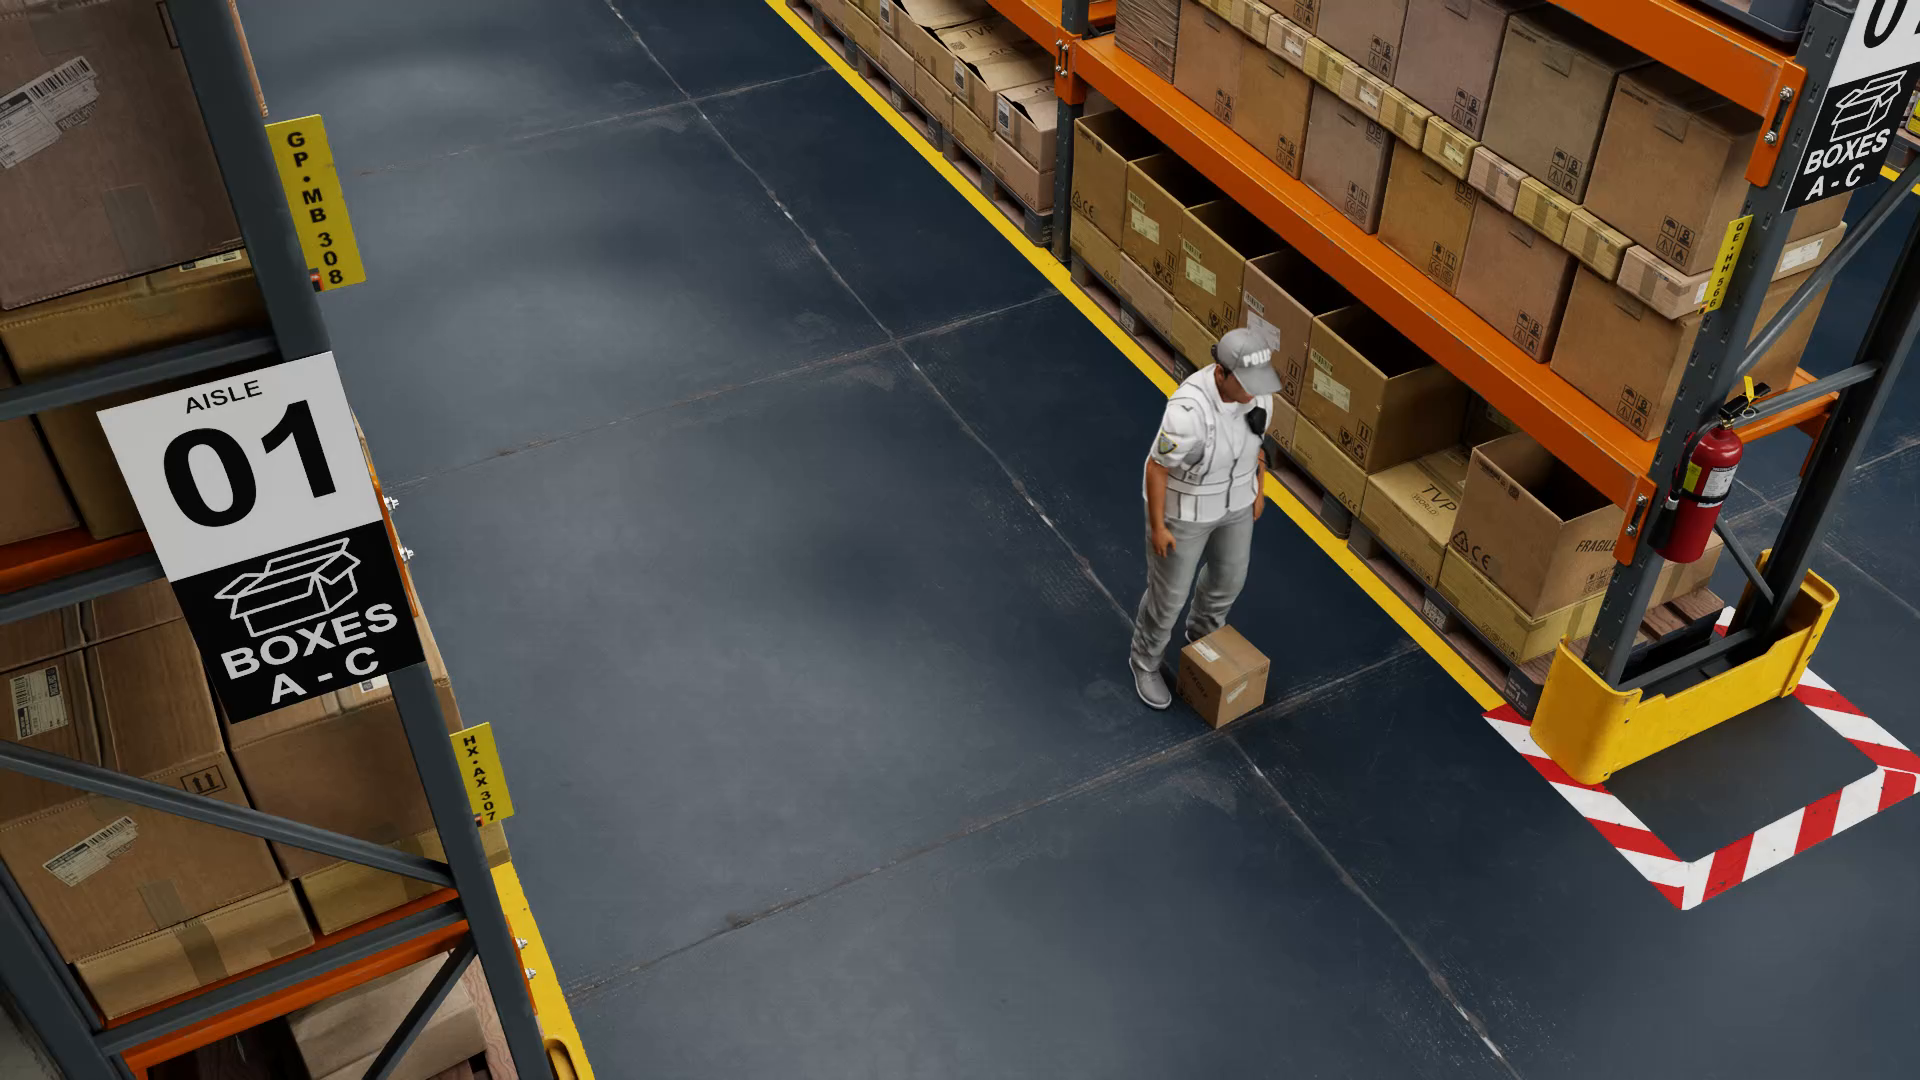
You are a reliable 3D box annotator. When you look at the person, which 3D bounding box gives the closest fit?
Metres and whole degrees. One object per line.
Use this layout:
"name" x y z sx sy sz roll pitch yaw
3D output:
"person" 0.929 -0.109 6.277 0.548 1.666 0.473 -21 45 -22
